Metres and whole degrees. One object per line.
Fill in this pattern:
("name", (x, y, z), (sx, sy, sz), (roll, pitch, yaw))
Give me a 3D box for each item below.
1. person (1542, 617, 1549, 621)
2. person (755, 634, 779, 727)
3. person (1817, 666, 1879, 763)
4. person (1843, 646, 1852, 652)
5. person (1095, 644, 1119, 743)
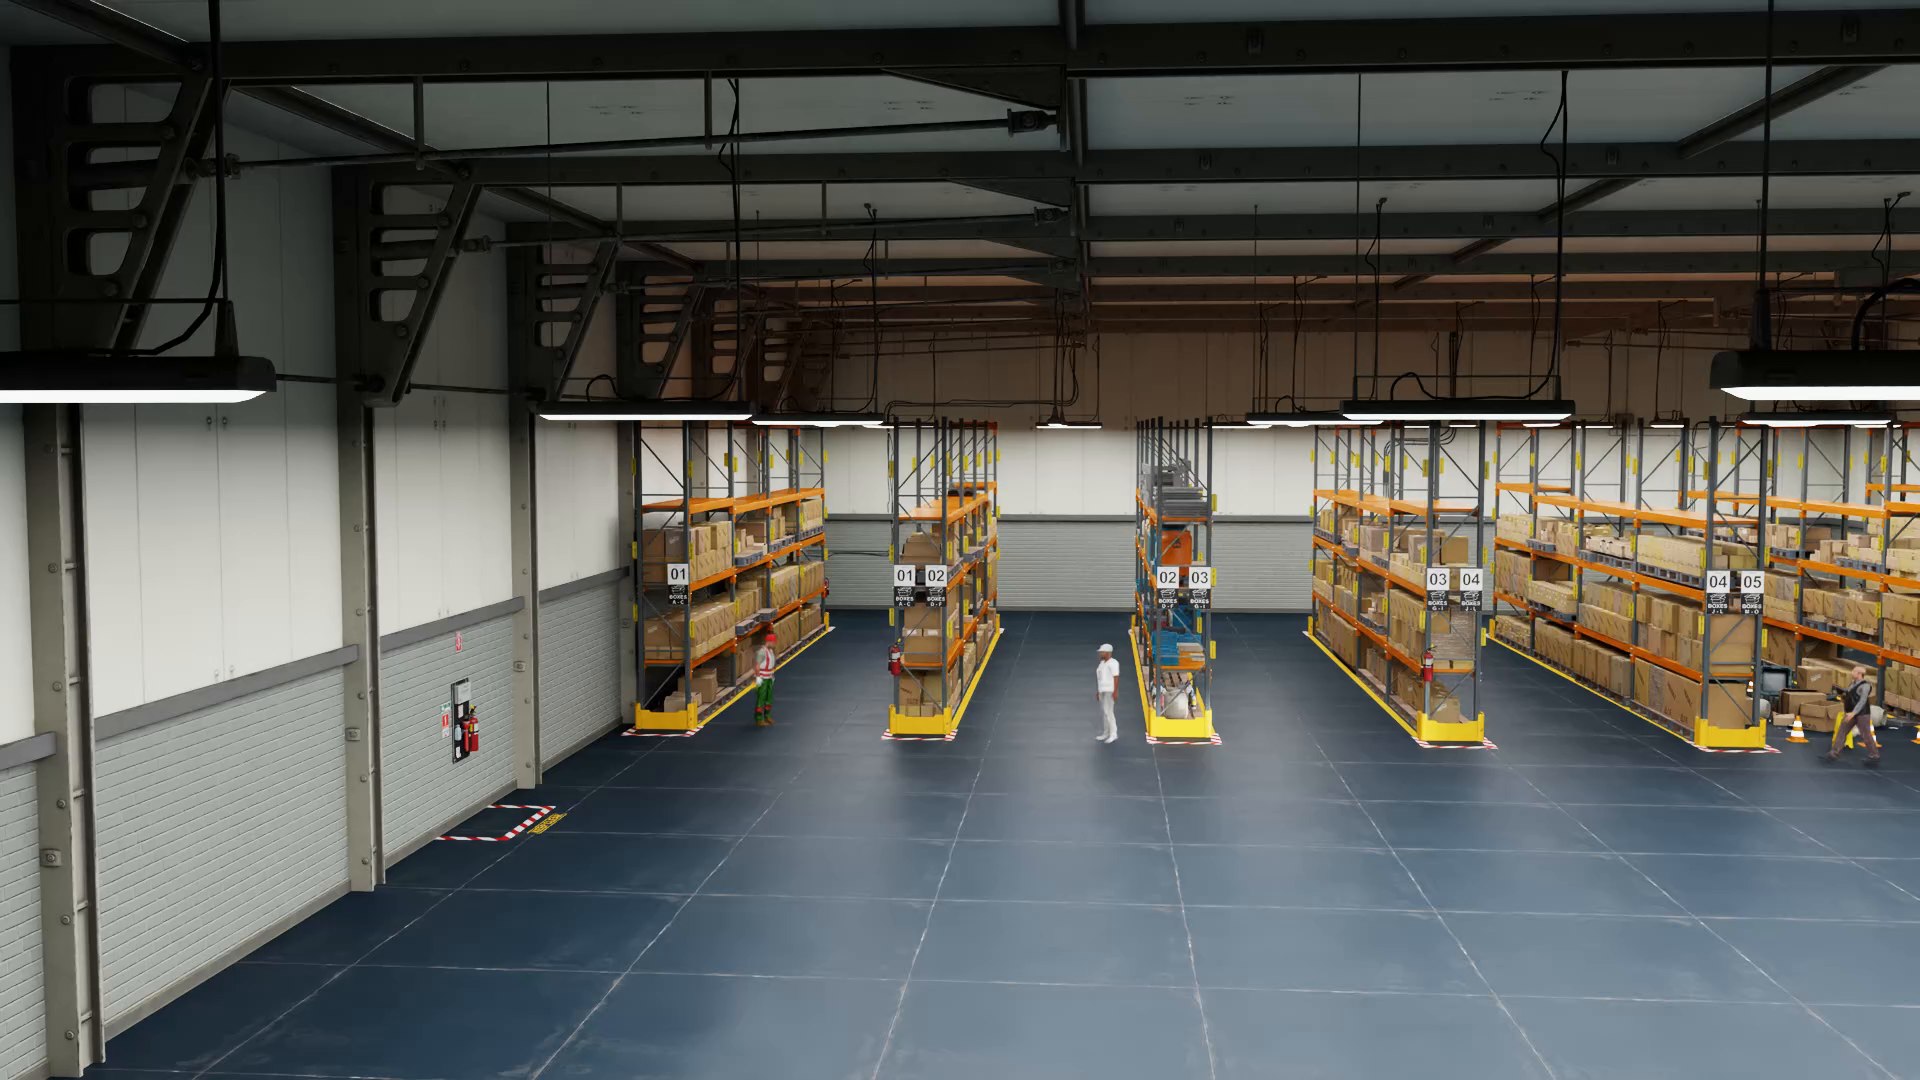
("person", (16.883, 1.703, 48.009), (0.511, 1.791, 0.575), (-1, 4, -13))
("person", (-3.764, 2.716, 32.511), (0.461, 1.782, 0.607), (1, 4, 18))
("person", (15.338, 2.996, 28.548), (0.981, 1.669, 0.537), (-1, 4, -8))
("person", (22.852, 2.076, 43.008), (0.557, 1.719, 0.652), (-1, 4, -19))
("person", (2.705, 2.835, 30.850), (0.400, 1.807, 0.623), (-1, 4, -20))
